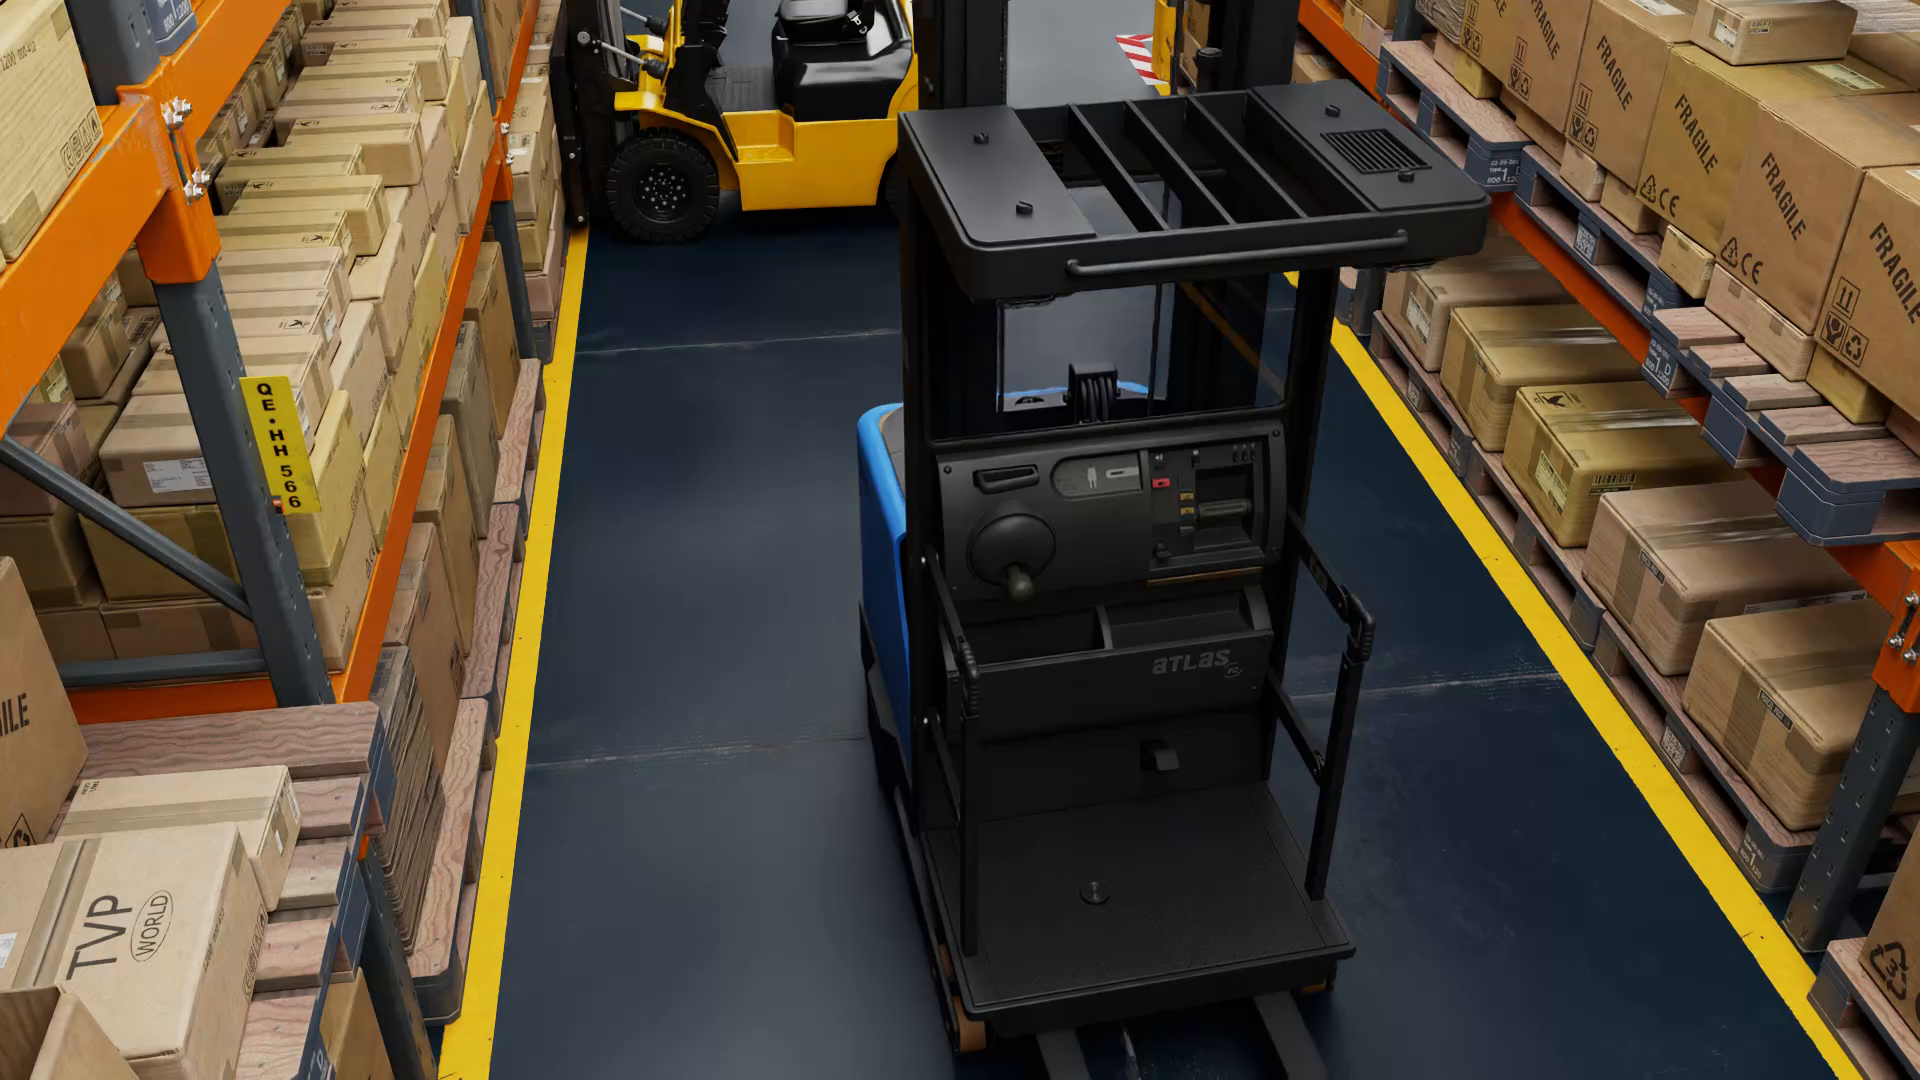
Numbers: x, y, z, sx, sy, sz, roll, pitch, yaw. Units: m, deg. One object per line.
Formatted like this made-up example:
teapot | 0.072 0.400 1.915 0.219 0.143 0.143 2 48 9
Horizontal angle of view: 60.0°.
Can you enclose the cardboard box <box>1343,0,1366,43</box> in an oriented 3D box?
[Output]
cardboard box | 2.065 -2.500 7.978 0.380 0.149 0.250 -4 34 -5

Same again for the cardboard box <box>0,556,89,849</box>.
cardboard box | -2.015 0.385 3.059 0.500 0.500 0.500 -3 34 -4

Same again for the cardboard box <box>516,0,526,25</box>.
cardboard box | -2.424 -2.812 8.123 0.500 0.500 0.500 -5 35 -7

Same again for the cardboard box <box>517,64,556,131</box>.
cardboard box | -2.359 -2.238 8.551 0.500 0.250 0.500 -3 34 -5

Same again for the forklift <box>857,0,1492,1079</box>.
forklift | 0.451 -0.012 4.165 1.130 2.935 3.031 -7 35 -10

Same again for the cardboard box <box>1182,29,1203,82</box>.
cardboard box | 1.747 -3.107 10.715 0.500 0.250 0.500 -5 35 -7

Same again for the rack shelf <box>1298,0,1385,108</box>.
rack shelf | 2.182 -3.128 9.315 1.077 0.370 4.000 -4 35 -6

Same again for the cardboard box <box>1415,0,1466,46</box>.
cardboard box | 2.229 -2.364 6.829 0.500 0.500 0.500 -4 34 -5

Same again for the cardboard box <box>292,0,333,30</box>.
cardboard box | -2.633 -2.028 6.398 0.380 0.149 0.250 -5 35 -7

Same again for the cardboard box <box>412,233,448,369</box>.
cardboard box | -1.954 -0.761 5.336 0.500 0.250 0.500 -3 34 -5

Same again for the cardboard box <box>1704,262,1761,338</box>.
cardboard box | 2.499 -0.734 5.014 0.380 0.149 0.250 -6 35 -9

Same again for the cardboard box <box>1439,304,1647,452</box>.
cardboard box | 2.624 -0.703 7.079 0.950 0.372 0.625 -2 34 -3

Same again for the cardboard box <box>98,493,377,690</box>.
cardboard box | -1.747 0.097 4.077 0.500 0.250 0.500 -4 35 -6

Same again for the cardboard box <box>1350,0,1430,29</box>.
cardboard box | 2.144 -2.702 7.699 0.500 0.500 0.500 -5 35 -8

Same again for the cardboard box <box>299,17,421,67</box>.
cardboard box | -2.168 -1.783 6.039 0.380 0.149 0.250 -4 35 -6

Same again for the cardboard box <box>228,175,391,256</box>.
cardboard box | -1.865 -0.928 4.783 0.380 0.149 0.250 -4 34 -5

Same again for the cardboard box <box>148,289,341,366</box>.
cardboard box | -1.778 -0.499 4.154 0.380 0.149 0.250 -3 34 -5

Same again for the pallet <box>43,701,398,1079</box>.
pallet | -1.769 0.753 3.151 1.213 0.211 1.003 -4 35 -6

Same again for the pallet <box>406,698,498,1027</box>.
pallet | -2.002 0.991 5.108 1.003 0.211 1.213 -4 35 -6

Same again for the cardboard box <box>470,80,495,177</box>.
cardboard box | -2.141 -1.608 6.579 0.500 0.250 0.500 -4 34 -5

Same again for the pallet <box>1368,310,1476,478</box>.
pallet | 2.557 -0.722 7.623 1.003 0.211 1.213 -4 35 -6

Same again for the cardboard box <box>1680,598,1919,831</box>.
cardboard box | 2.922 0.519 5.285 0.950 0.372 0.625 -7 35 -10

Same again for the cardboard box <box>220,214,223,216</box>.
cardboard box | -2.461 -0.919 5.125 0.500 0.250 0.500 -5 35 -7

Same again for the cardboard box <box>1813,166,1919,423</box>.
cardboard box | 2.652 -0.647 4.310 0.500 0.500 0.500 -5 35 -8

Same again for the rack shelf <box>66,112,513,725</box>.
rack shelf | -2.199 -0.518 5.485 1.077 0.370 4.000 -4 35 -6

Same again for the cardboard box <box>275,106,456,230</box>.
cardboard box | -2.009 -1.249 5.608 0.500 0.250 0.500 -4 34 -5

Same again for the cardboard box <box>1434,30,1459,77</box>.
cardboard box | 2.212 -2.046 6.940 0.380 0.149 0.250 -4 34 -6

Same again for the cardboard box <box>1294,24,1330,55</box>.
cardboard box | 1.965 -2.534 9.208 0.500 0.500 0.500 -3 34 -4

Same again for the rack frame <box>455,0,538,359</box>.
rack frame | -2.468 -1.931 6.920 1.000 3.000 0.127 -4 35 -6

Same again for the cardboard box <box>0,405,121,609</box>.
cardboard box | -2.265 -0.073 3.883 0.500 0.250 0.500 -4 34 -5

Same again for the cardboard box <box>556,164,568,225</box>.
cardboard box | -2.373 -1.831 8.842 0.500 0.250 0.500 -4 34 -6

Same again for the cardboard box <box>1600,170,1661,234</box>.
cardboard box | 2.424 -1.170 5.654 0.380 0.149 0.250 -5 35 -8

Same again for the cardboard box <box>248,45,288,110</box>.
cardboard box | -2.561 -1.594 5.761 0.380 0.149 0.250 -5 35 -7

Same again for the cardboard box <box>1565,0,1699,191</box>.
cardboard box | 2.430 -1.521 5.593 0.500 0.500 0.500 -6 35 -8

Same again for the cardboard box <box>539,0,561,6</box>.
cardboard box | -2.560 -3.096 9.810 0.500 0.250 0.500 -4 34 -6

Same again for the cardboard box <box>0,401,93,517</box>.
cardboard box | -2.174 -0.174 3.678 0.380 0.149 0.250 -3 34 -5

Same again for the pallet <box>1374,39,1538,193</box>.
pallet | 2.409 -1.792 6.887 1.003 0.211 1.213 -4 35 -6

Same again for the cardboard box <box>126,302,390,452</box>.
cardboard box | -1.813 -0.389 4.347 0.500 0.250 0.500 -3 34 -5

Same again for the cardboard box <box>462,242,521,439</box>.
cardboard box | -2.386 -0.833 7.045 0.875 0.625 0.625 -3 34 -4

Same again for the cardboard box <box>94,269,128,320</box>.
cardboard box | -2.396 -0.593 4.292 0.380 0.149 0.250 -5 35 -7

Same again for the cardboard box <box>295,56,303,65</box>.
cardboard box | -2.653 -1.773 6.377 0.500 0.250 0.500 -5 35 -7

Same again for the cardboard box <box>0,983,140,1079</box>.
cardboard box | -1.527 0.982 2.181 0.797 0.503 0.637 -5 35 -7

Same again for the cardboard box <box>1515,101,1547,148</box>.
cardboard box | 2.344 -1.607 6.295 0.380 0.149 0.250 -4 34 -6

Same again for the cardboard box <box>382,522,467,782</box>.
cardboard box | -2.096 0.396 5.242 0.875 0.625 0.625 -3 34 -5

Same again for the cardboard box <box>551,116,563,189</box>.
cardboard box | -2.353 -2.031 8.691 0.500 0.250 0.500 -5 35 -7

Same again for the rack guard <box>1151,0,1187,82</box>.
rack guard | 1.923 -3.466 11.392 1.175 0.500 0.348 -4 35 -6

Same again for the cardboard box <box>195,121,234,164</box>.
cardboard box | -2.474 -1.174 5.144 0.380 0.149 0.250 -4 34 -6

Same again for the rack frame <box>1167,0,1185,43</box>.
rack frame | 1.913 -4.541 10.750 1.000 3.000 0.127 -4 35 -6

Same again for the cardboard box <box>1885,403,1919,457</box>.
cardboard box | 2.711 -0.312 4.394 0.380 0.149 0.250 -3 34 -5

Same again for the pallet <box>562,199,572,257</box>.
pallet | -2.700 -1.908 9.362 1.003 0.211 1.213 -4 35 -6

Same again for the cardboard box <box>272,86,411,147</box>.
cardboard box | -2.000 -1.356 5.411 0.380 0.149 0.250 -4 34 -6
